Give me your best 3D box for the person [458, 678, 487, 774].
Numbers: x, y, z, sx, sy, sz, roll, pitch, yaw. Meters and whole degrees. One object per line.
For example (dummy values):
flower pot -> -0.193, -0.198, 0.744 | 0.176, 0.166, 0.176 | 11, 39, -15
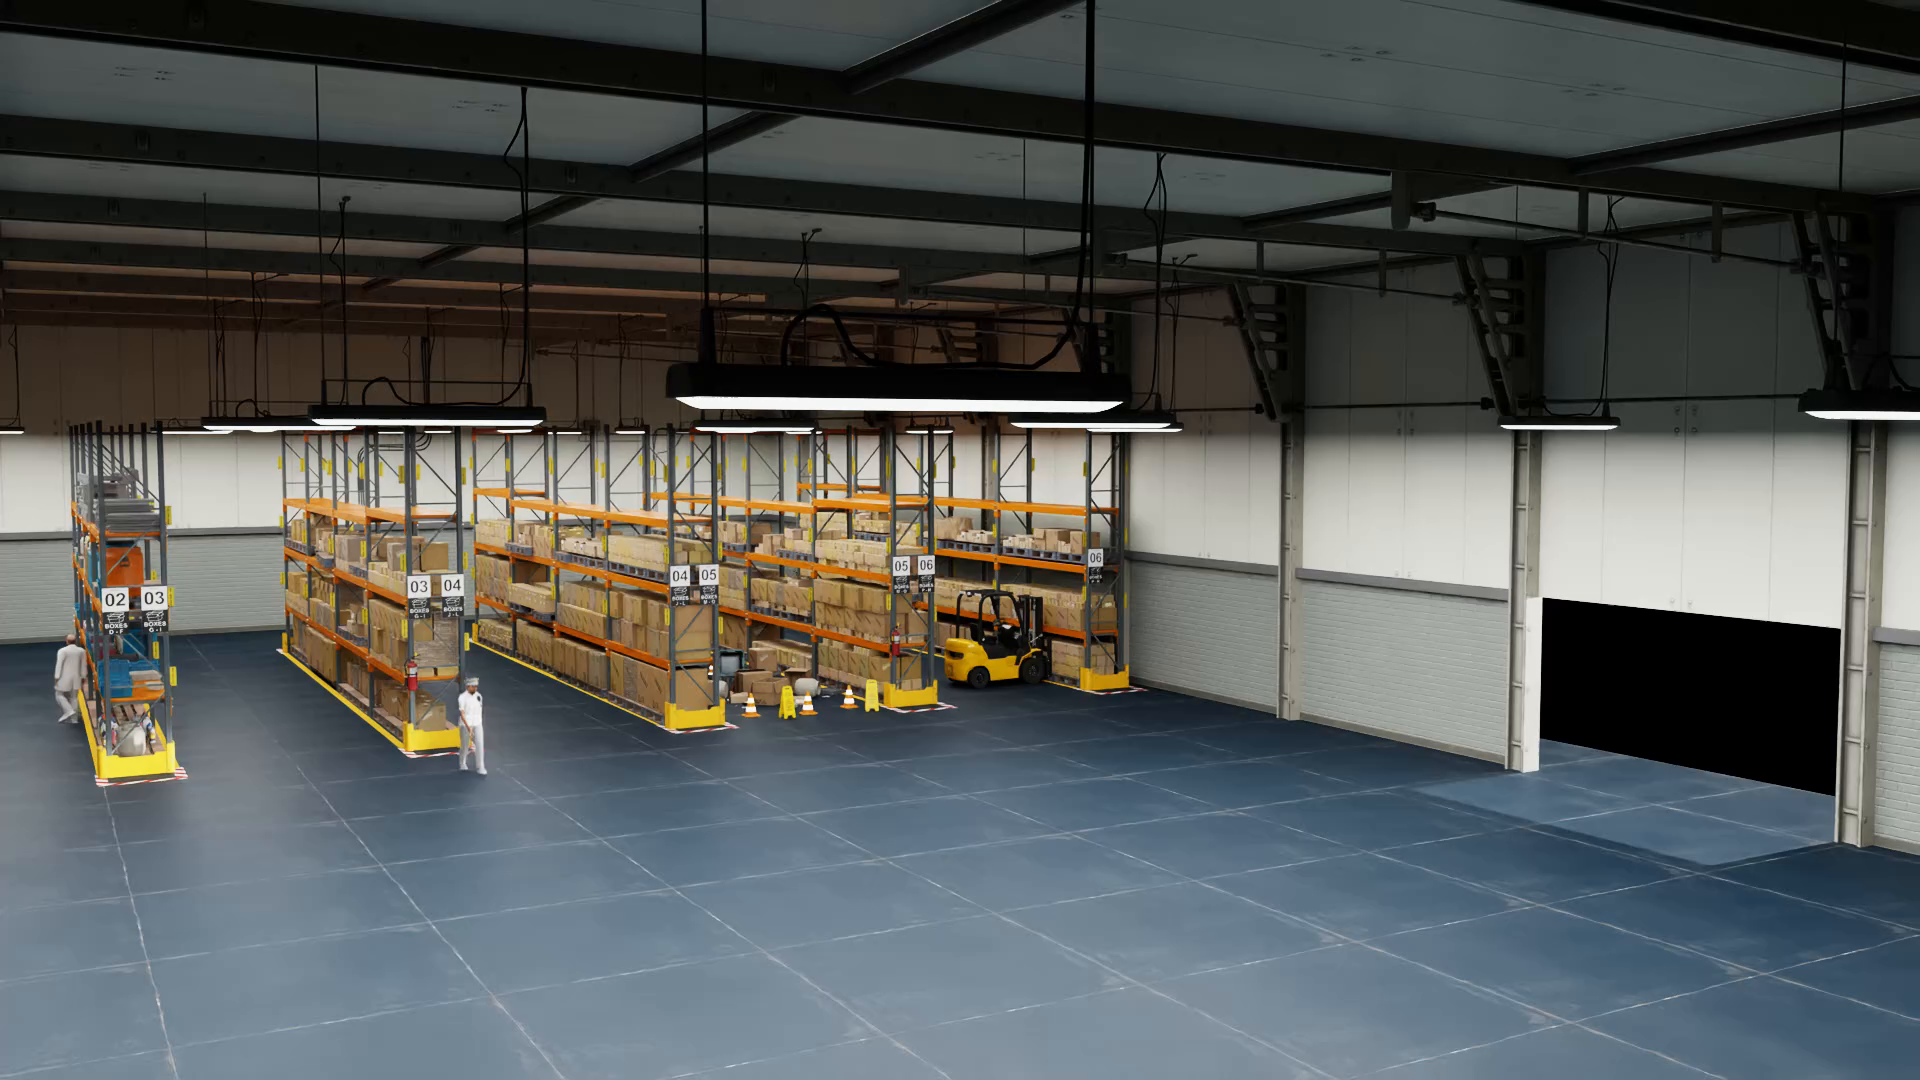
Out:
person -> -8.291, 3.152, 28.292 | 0.442, 1.611, 0.979 | -3, 4, -38

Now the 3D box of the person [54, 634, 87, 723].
person -> -17.765, 2.772, 33.218 | 0.508, 1.776, 0.625 | 3, 5, 41
